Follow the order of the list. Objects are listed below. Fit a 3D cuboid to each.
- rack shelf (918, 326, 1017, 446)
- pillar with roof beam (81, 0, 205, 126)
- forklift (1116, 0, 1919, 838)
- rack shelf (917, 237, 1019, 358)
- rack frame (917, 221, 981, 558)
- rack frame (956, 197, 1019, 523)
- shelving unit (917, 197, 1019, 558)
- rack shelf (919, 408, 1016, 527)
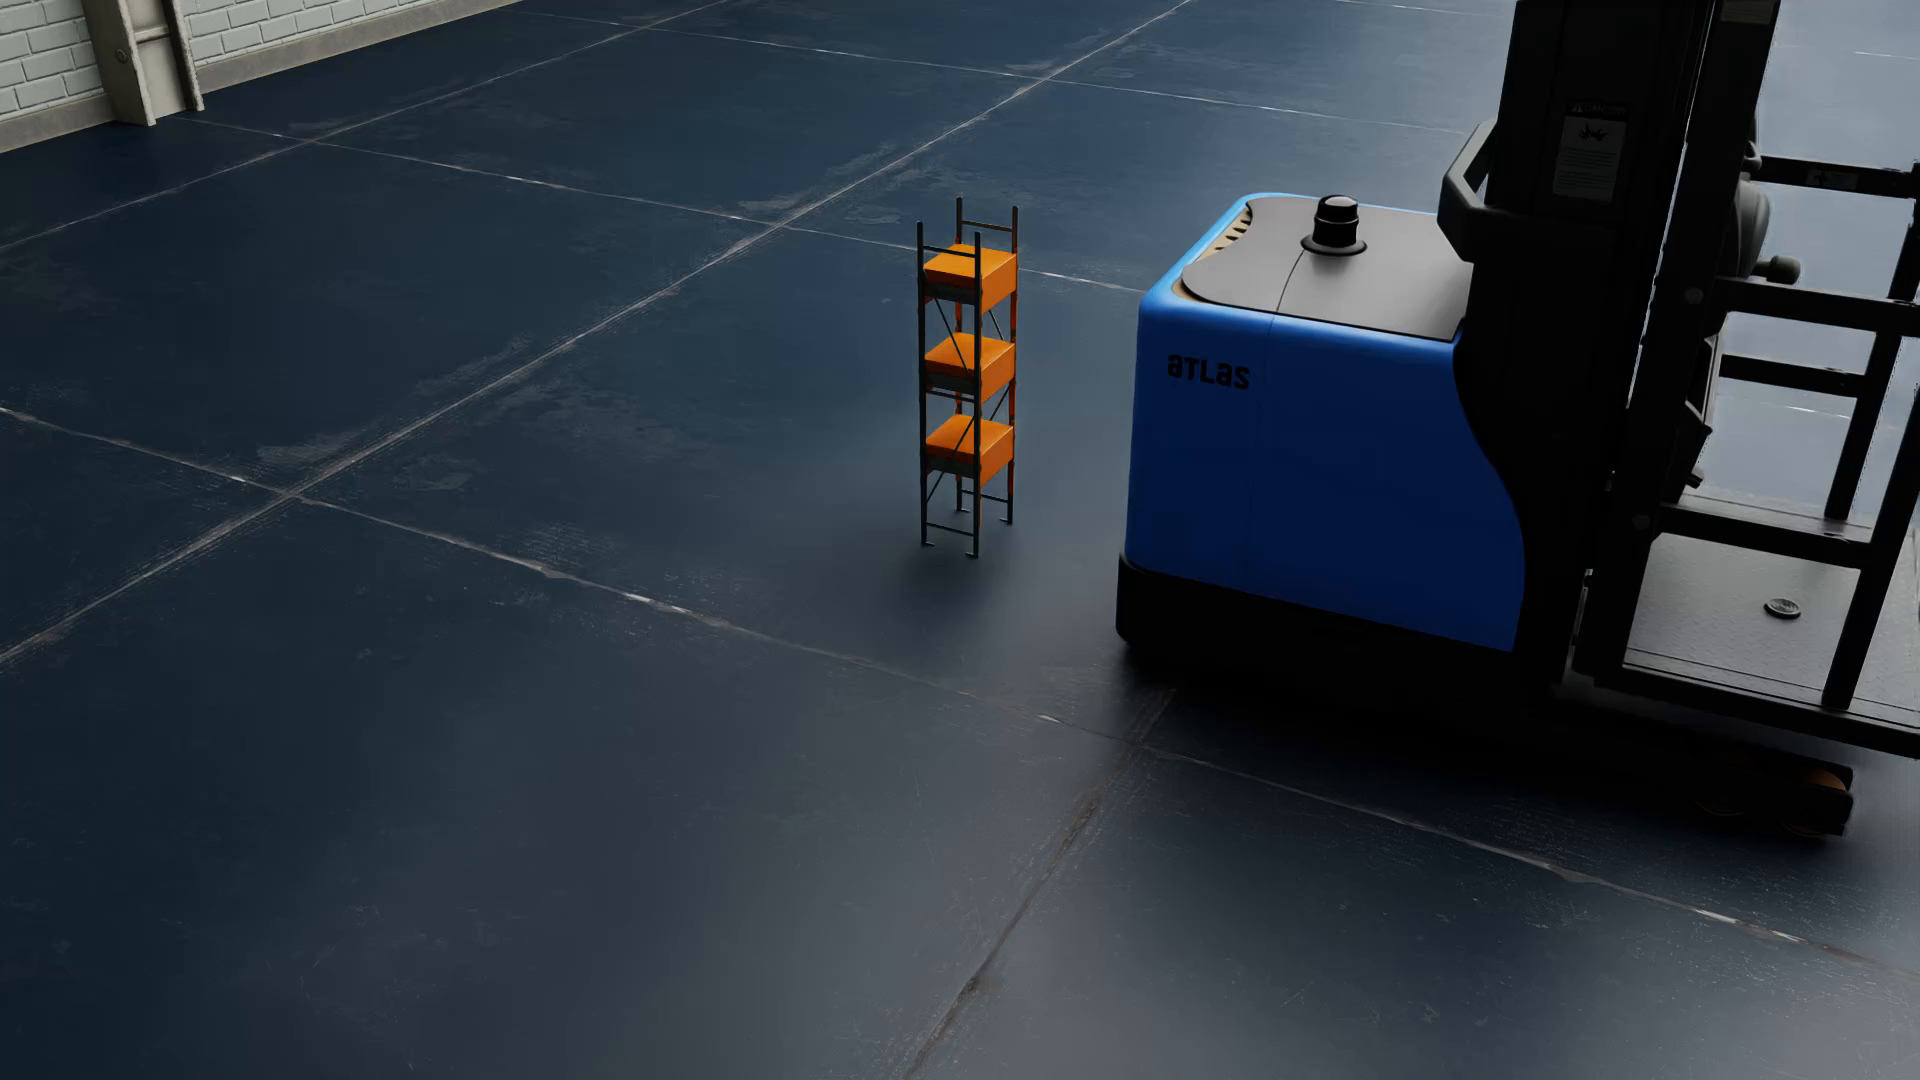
[{"bbox_3d":[0.024,-0.470,5.035,0.215,0.259,0.240,14,33,23],"label":"rack shelf"},{"bbox_3d":[-0.737,-5.355,5.538,9.100,9.000,0.400,14,33,23],"label":"pillar with roof beam"},{"bbox_3d":[1.998,-0.857,3.799,3.031,2.935,1.130,13,32,21],"label":"forklift"},{"bbox_3d":[0.024,-0.716,4.894,0.215,0.259,0.240,14,33,23],"label":"rack shelf"},{"bbox_3d":[-0.031,-0.425,4.936,0.200,1.050,0.008,14,33,23],"label":"rack frame"},{"bbox_3d":[0.080,-0.533,5.124,0.200,1.050,0.008,14,33,23],"label":"rack frame"},{"bbox_3d":[0.024,-0.479,5.030,0.215,1.050,0.252,14,33,23],"label":"shelving unit"},{"bbox_3d":[0.024,-0.229,5.174,0.215,0.259,0.240,14,33,23],"label":"rack shelf"}]
